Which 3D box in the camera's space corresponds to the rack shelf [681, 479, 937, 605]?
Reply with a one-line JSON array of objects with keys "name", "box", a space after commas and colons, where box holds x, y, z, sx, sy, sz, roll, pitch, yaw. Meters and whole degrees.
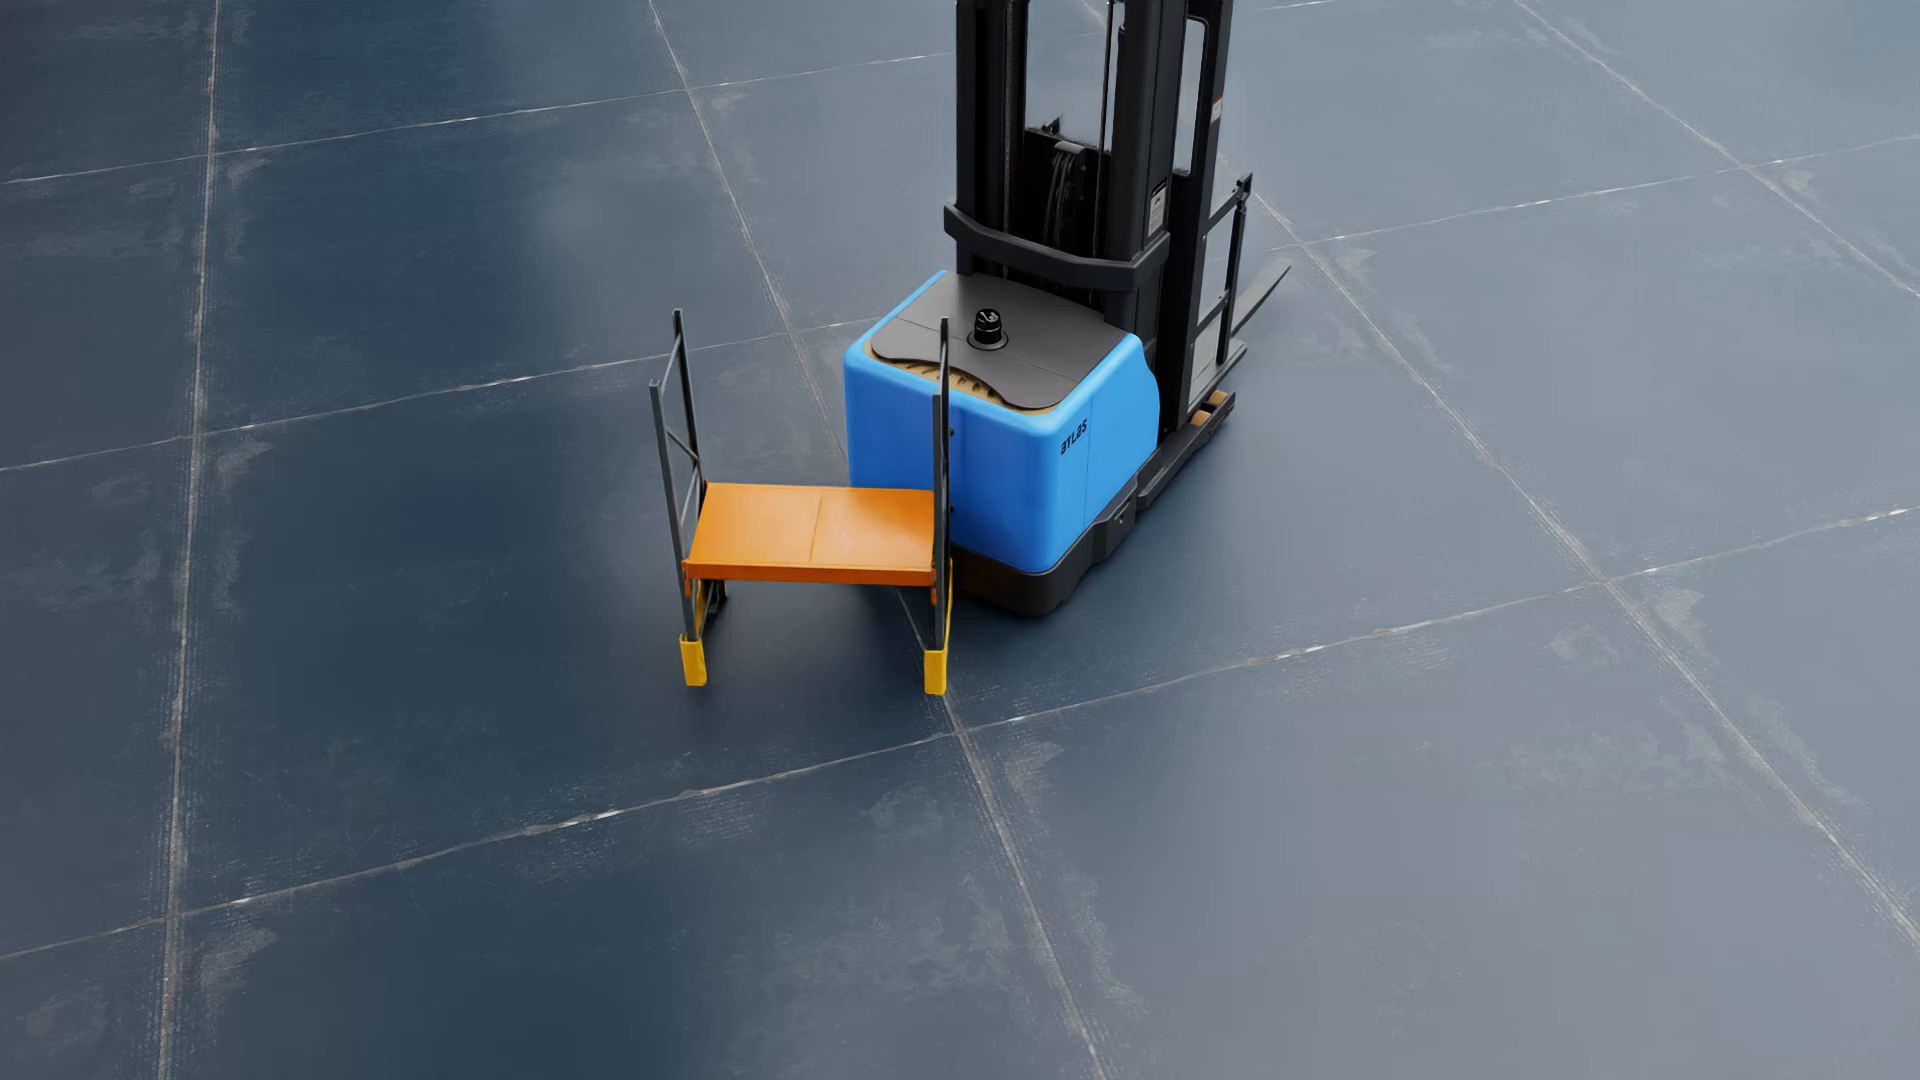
[{"name": "rack shelf", "box": [-0.578, 0.003, 6.730, 1.000, 0.185, 0.538, 2, 41, 2]}]

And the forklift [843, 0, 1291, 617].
[{"name": "forklift", "box": [0.706, -1.721, 7.342, 1.130, 2.935, 3.031, 22, 46, 24]}]

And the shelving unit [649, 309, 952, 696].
[{"name": "shelving unit", "box": [-0.587, -0.133, 6.612, 1.083, 1.500, 0.587, 2, 41, 2]}]

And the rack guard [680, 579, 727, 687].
[{"name": "rack guard", "box": [-1.084, 0.321, 7.042, 0.087, 0.250, 0.587, 2, 41, 2]}]

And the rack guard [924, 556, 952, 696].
[{"name": "rack guard", "box": [-0.089, 0.355, 7.004, 0.087, 0.250, 0.587, 2, 41, 2]}]

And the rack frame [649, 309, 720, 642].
[{"name": "rack frame", "box": [-1.085, -0.150, 6.631, 0.032, 1.500, 0.500, 2, 41, 2]}]

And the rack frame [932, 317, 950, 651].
[{"name": "rack frame", "box": [-0.070, -0.115, 6.592, 0.032, 1.500, 0.500, 2, 41, 2]}]
